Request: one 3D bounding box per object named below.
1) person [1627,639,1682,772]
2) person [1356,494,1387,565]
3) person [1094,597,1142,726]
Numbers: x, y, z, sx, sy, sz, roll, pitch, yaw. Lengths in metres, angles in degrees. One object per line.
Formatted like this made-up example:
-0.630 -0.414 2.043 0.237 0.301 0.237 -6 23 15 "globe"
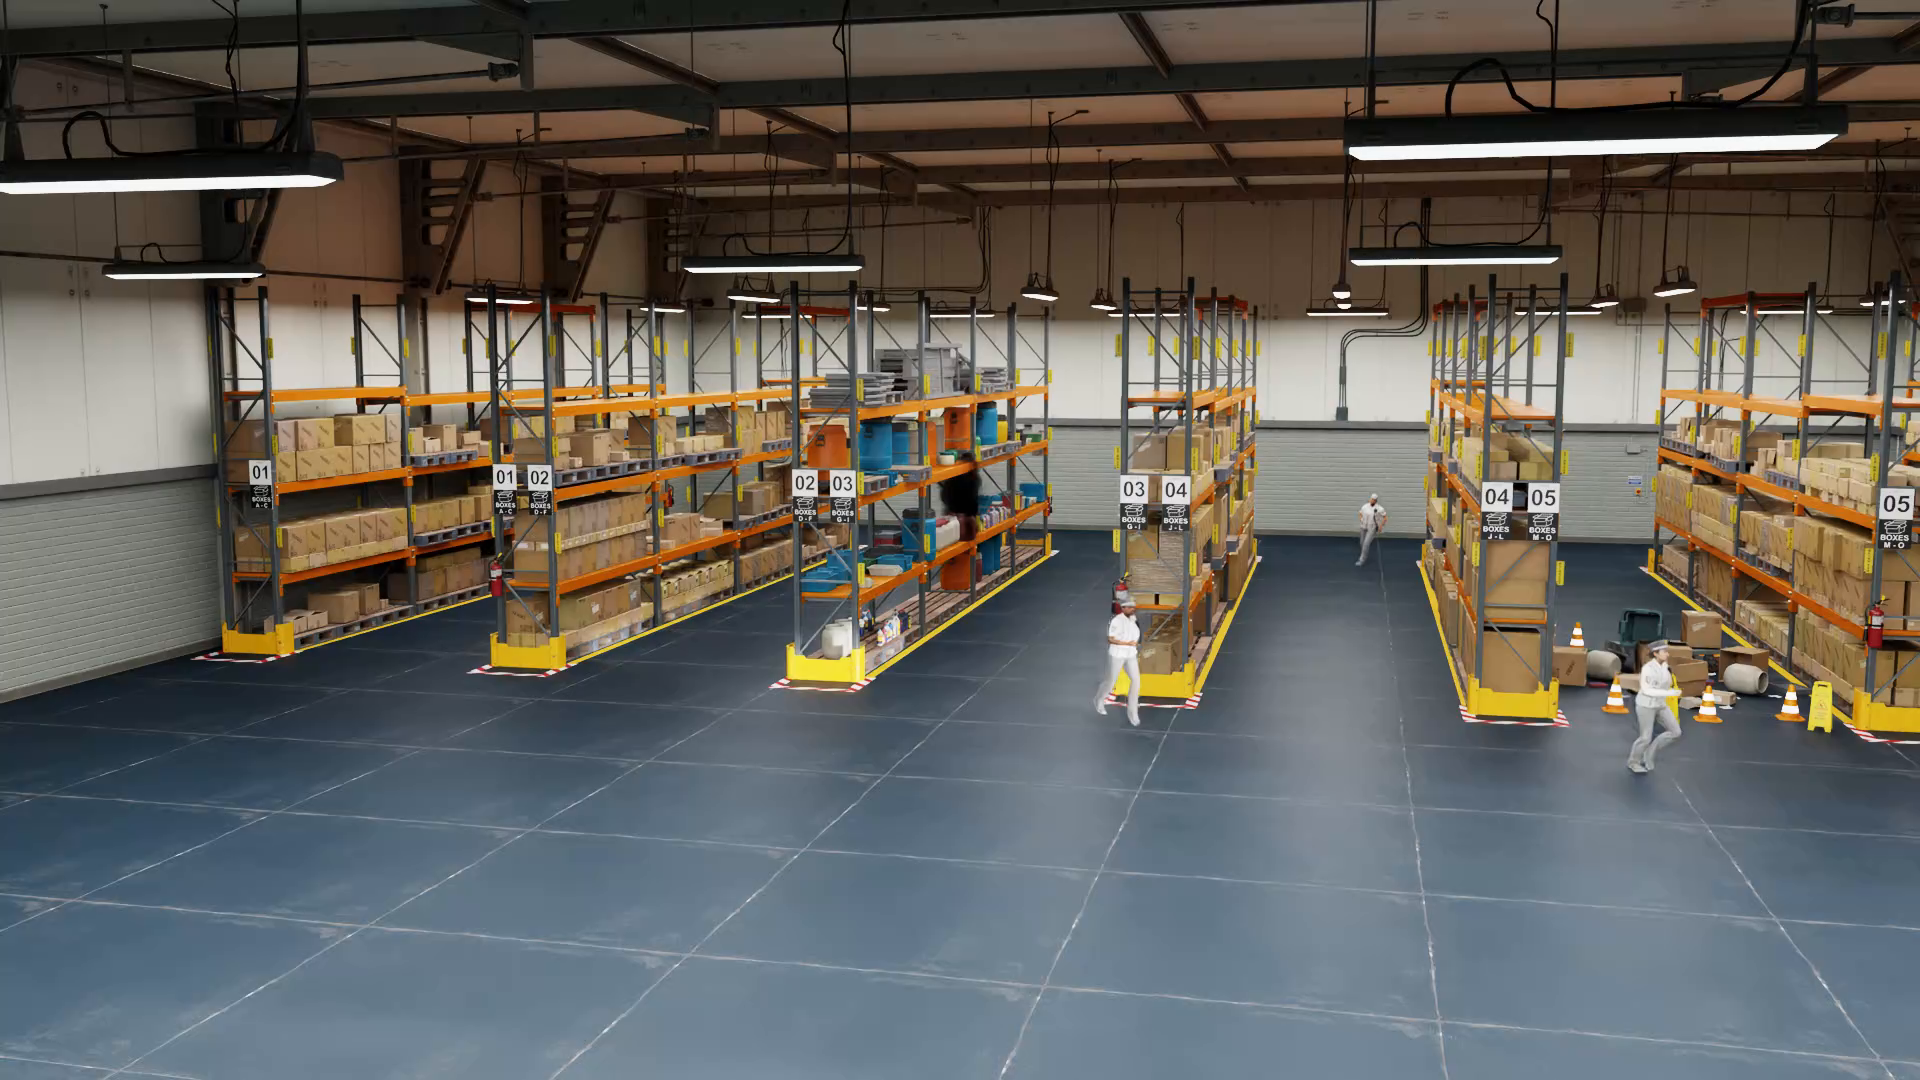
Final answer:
8.132 1.946 19.417 0.649 1.643 0.724 -4 8 -33 "person"
9.499 -0.255 38.529 0.709 1.633 0.884 4 8 34 "person"
2.175 1.597 22.486 0.567 1.725 0.873 -4 8 -32 "person"
